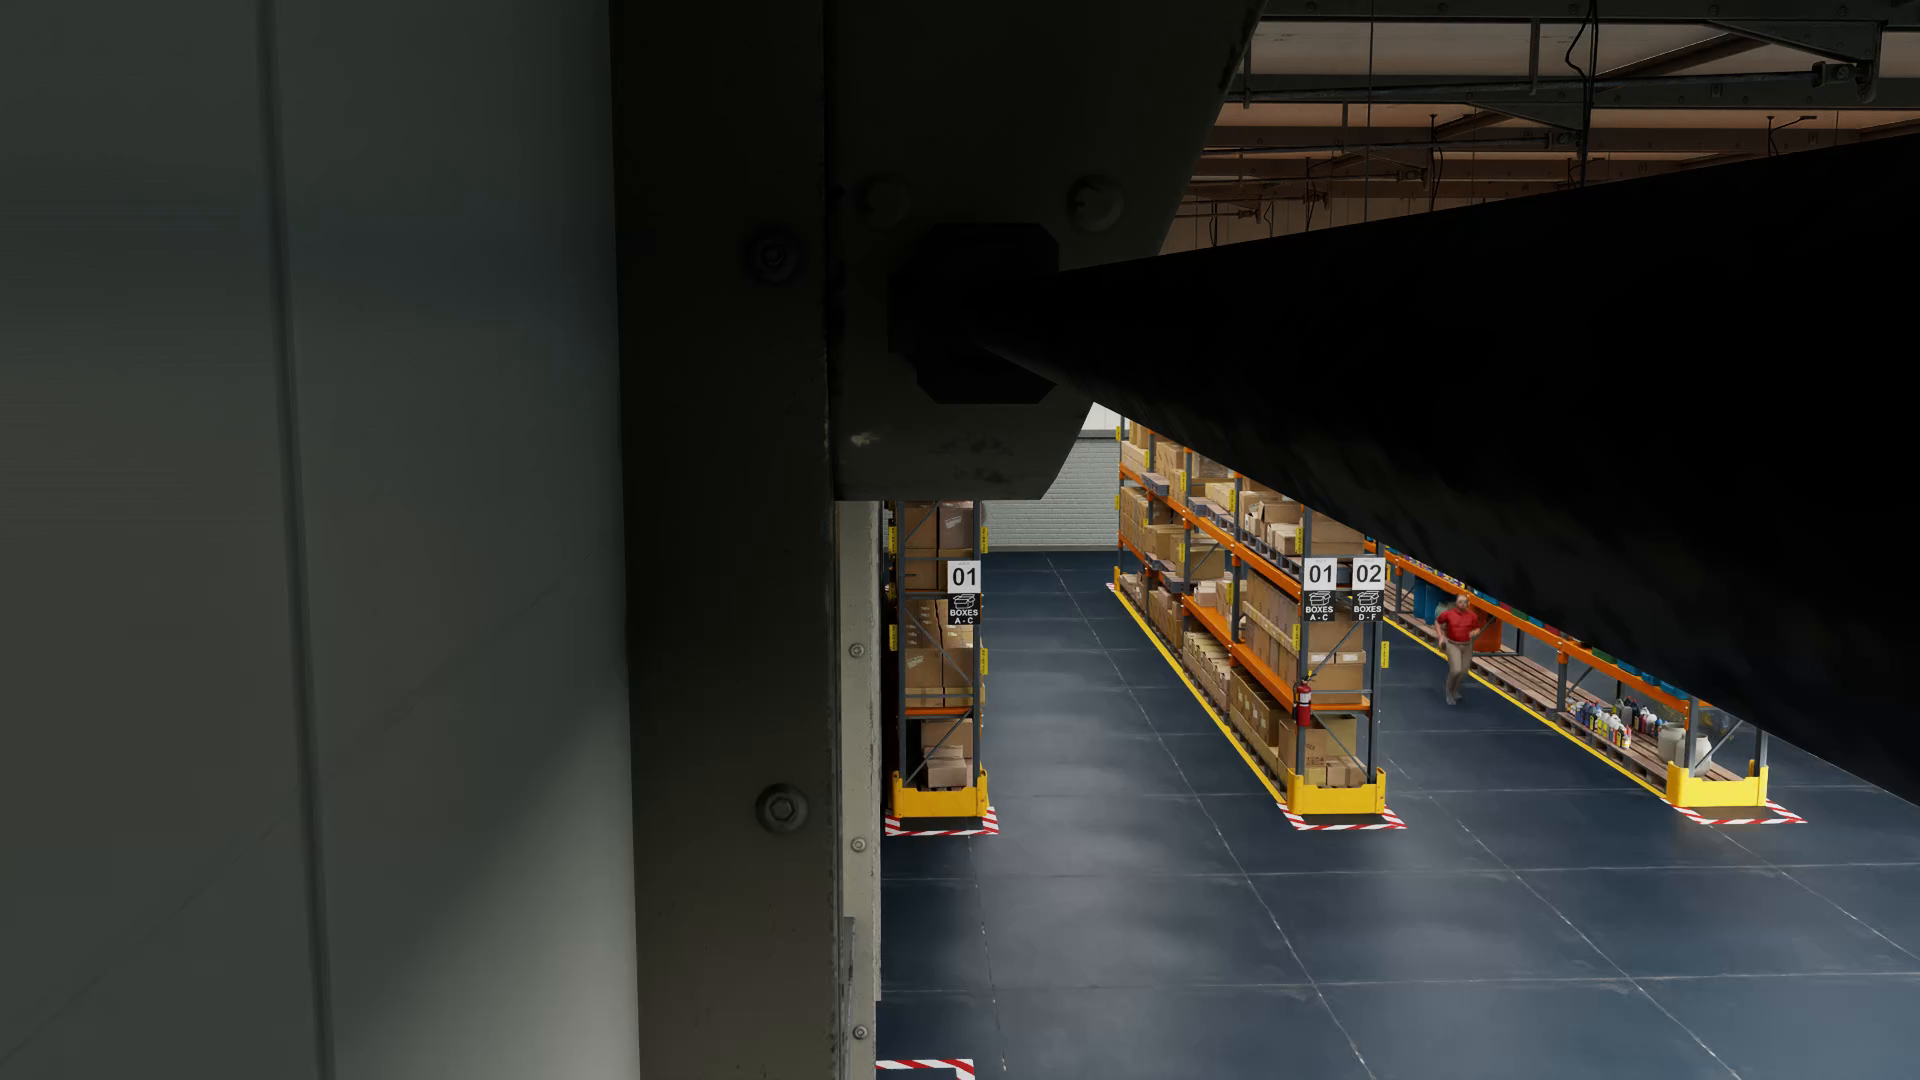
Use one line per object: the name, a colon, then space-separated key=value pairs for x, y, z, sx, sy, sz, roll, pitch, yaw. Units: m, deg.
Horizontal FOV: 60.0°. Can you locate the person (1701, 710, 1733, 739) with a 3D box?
person: x=11.330 y=1.967 z=24.383 sx=0.704 sy=1.701 sz=0.982 roll=-1 pitch=8 yaw=-8

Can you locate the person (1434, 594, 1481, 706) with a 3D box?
person: x=7.858 y=1.738 z=26.153 sx=0.626 sy=1.766 sz=0.736 roll=-1 pitch=8 yaw=-6
